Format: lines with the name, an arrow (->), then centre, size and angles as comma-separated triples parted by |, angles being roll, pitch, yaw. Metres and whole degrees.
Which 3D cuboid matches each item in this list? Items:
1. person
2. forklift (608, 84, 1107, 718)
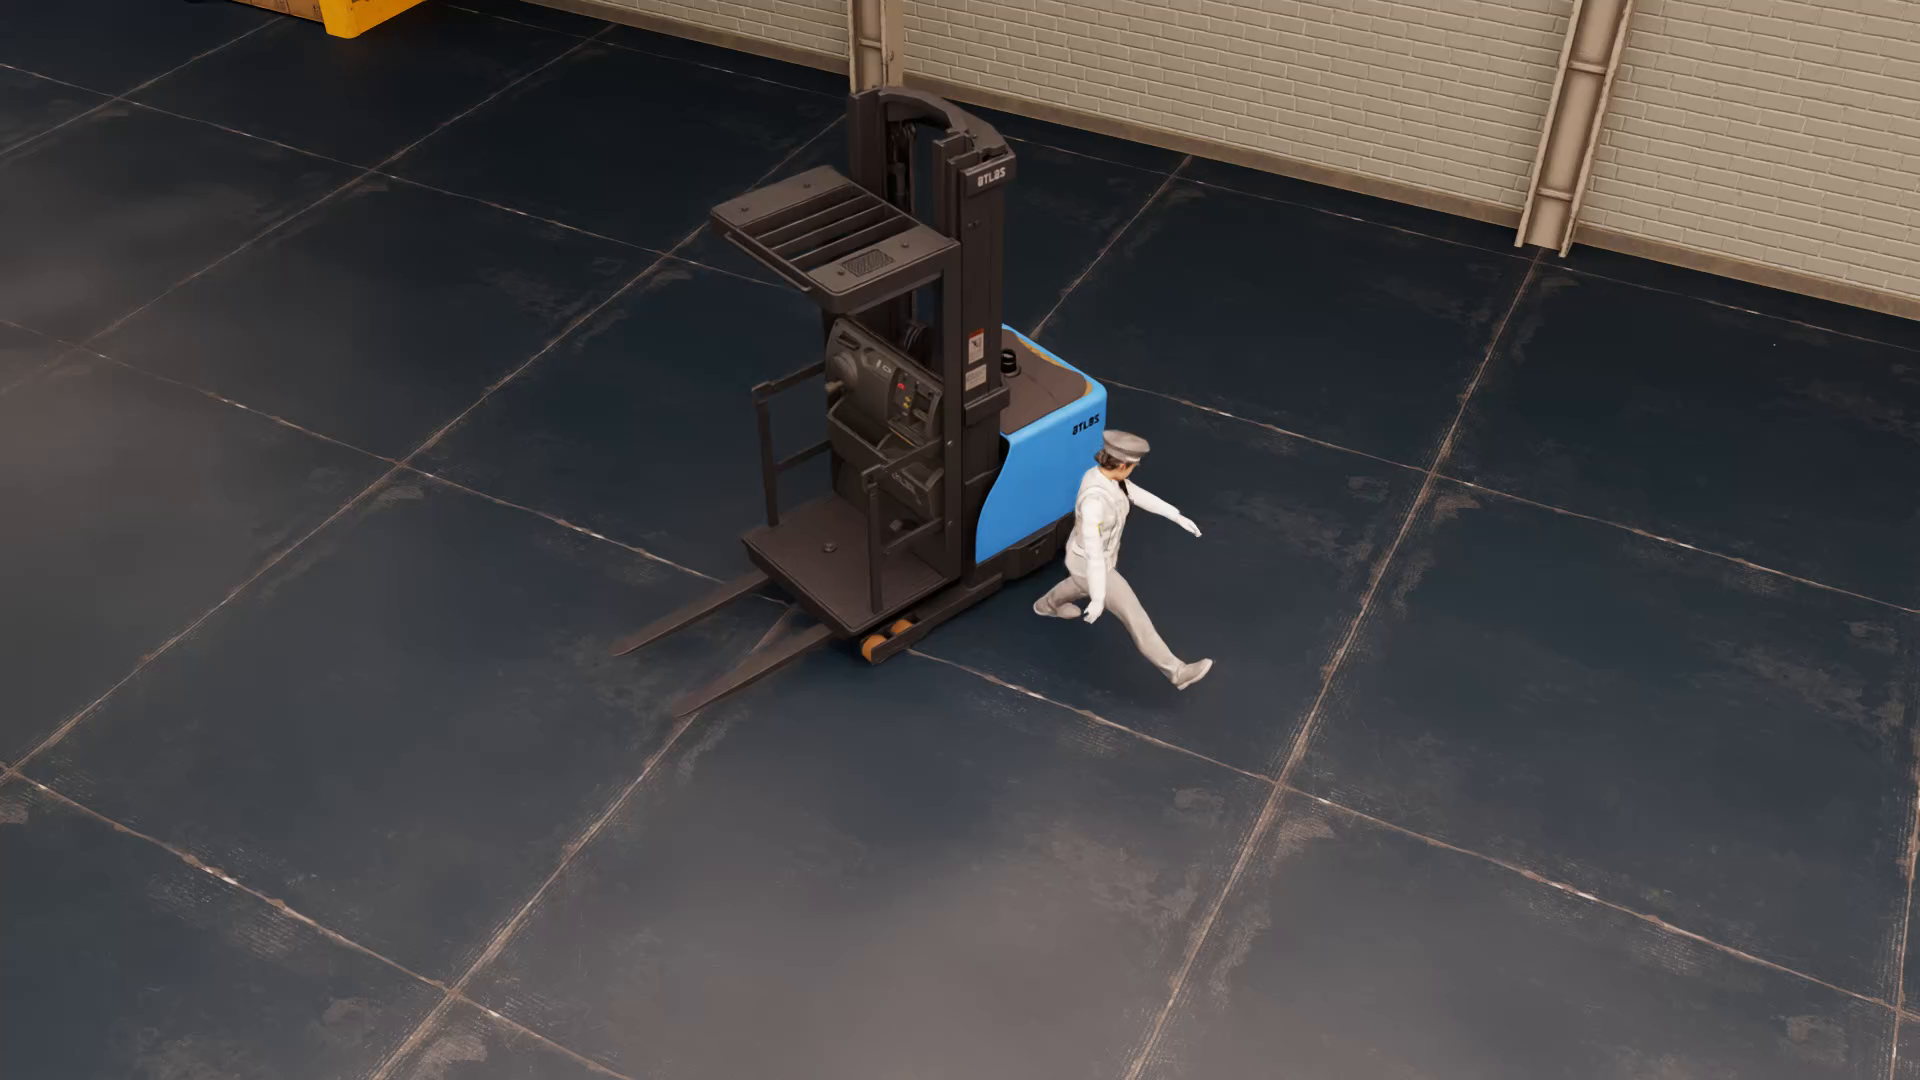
person -> 0.891, 0.118, 8.980 | 1.066, 1.533, 0.798 | 8, 41, 9
forklift -> -0.580, -0.804, 8.941 | 3.031, 2.935, 1.130 | -29, 48, -30
